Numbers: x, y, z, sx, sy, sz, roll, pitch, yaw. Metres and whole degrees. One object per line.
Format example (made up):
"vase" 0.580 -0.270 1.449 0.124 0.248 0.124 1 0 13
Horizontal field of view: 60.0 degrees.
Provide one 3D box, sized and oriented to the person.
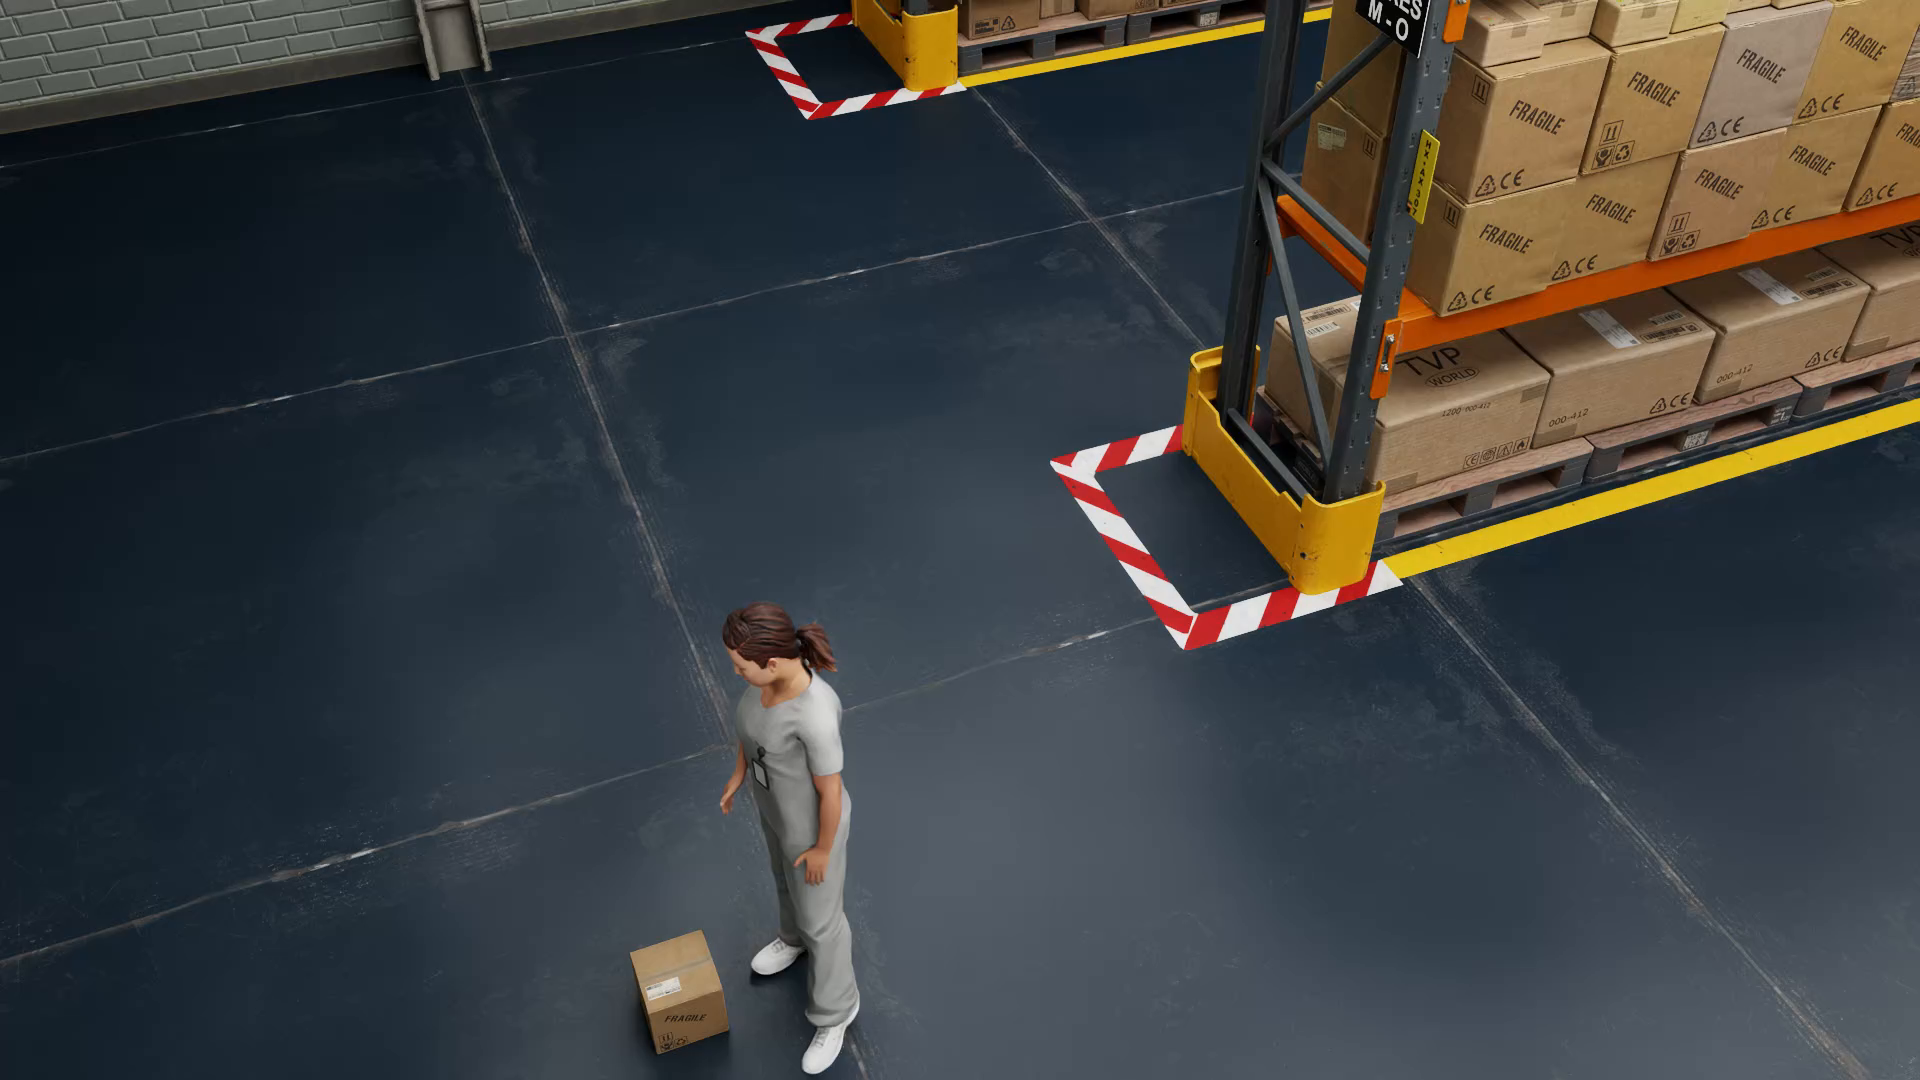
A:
"person" -0.492 0.891 5.152 0.415 1.692 0.627 -23 47 -24
